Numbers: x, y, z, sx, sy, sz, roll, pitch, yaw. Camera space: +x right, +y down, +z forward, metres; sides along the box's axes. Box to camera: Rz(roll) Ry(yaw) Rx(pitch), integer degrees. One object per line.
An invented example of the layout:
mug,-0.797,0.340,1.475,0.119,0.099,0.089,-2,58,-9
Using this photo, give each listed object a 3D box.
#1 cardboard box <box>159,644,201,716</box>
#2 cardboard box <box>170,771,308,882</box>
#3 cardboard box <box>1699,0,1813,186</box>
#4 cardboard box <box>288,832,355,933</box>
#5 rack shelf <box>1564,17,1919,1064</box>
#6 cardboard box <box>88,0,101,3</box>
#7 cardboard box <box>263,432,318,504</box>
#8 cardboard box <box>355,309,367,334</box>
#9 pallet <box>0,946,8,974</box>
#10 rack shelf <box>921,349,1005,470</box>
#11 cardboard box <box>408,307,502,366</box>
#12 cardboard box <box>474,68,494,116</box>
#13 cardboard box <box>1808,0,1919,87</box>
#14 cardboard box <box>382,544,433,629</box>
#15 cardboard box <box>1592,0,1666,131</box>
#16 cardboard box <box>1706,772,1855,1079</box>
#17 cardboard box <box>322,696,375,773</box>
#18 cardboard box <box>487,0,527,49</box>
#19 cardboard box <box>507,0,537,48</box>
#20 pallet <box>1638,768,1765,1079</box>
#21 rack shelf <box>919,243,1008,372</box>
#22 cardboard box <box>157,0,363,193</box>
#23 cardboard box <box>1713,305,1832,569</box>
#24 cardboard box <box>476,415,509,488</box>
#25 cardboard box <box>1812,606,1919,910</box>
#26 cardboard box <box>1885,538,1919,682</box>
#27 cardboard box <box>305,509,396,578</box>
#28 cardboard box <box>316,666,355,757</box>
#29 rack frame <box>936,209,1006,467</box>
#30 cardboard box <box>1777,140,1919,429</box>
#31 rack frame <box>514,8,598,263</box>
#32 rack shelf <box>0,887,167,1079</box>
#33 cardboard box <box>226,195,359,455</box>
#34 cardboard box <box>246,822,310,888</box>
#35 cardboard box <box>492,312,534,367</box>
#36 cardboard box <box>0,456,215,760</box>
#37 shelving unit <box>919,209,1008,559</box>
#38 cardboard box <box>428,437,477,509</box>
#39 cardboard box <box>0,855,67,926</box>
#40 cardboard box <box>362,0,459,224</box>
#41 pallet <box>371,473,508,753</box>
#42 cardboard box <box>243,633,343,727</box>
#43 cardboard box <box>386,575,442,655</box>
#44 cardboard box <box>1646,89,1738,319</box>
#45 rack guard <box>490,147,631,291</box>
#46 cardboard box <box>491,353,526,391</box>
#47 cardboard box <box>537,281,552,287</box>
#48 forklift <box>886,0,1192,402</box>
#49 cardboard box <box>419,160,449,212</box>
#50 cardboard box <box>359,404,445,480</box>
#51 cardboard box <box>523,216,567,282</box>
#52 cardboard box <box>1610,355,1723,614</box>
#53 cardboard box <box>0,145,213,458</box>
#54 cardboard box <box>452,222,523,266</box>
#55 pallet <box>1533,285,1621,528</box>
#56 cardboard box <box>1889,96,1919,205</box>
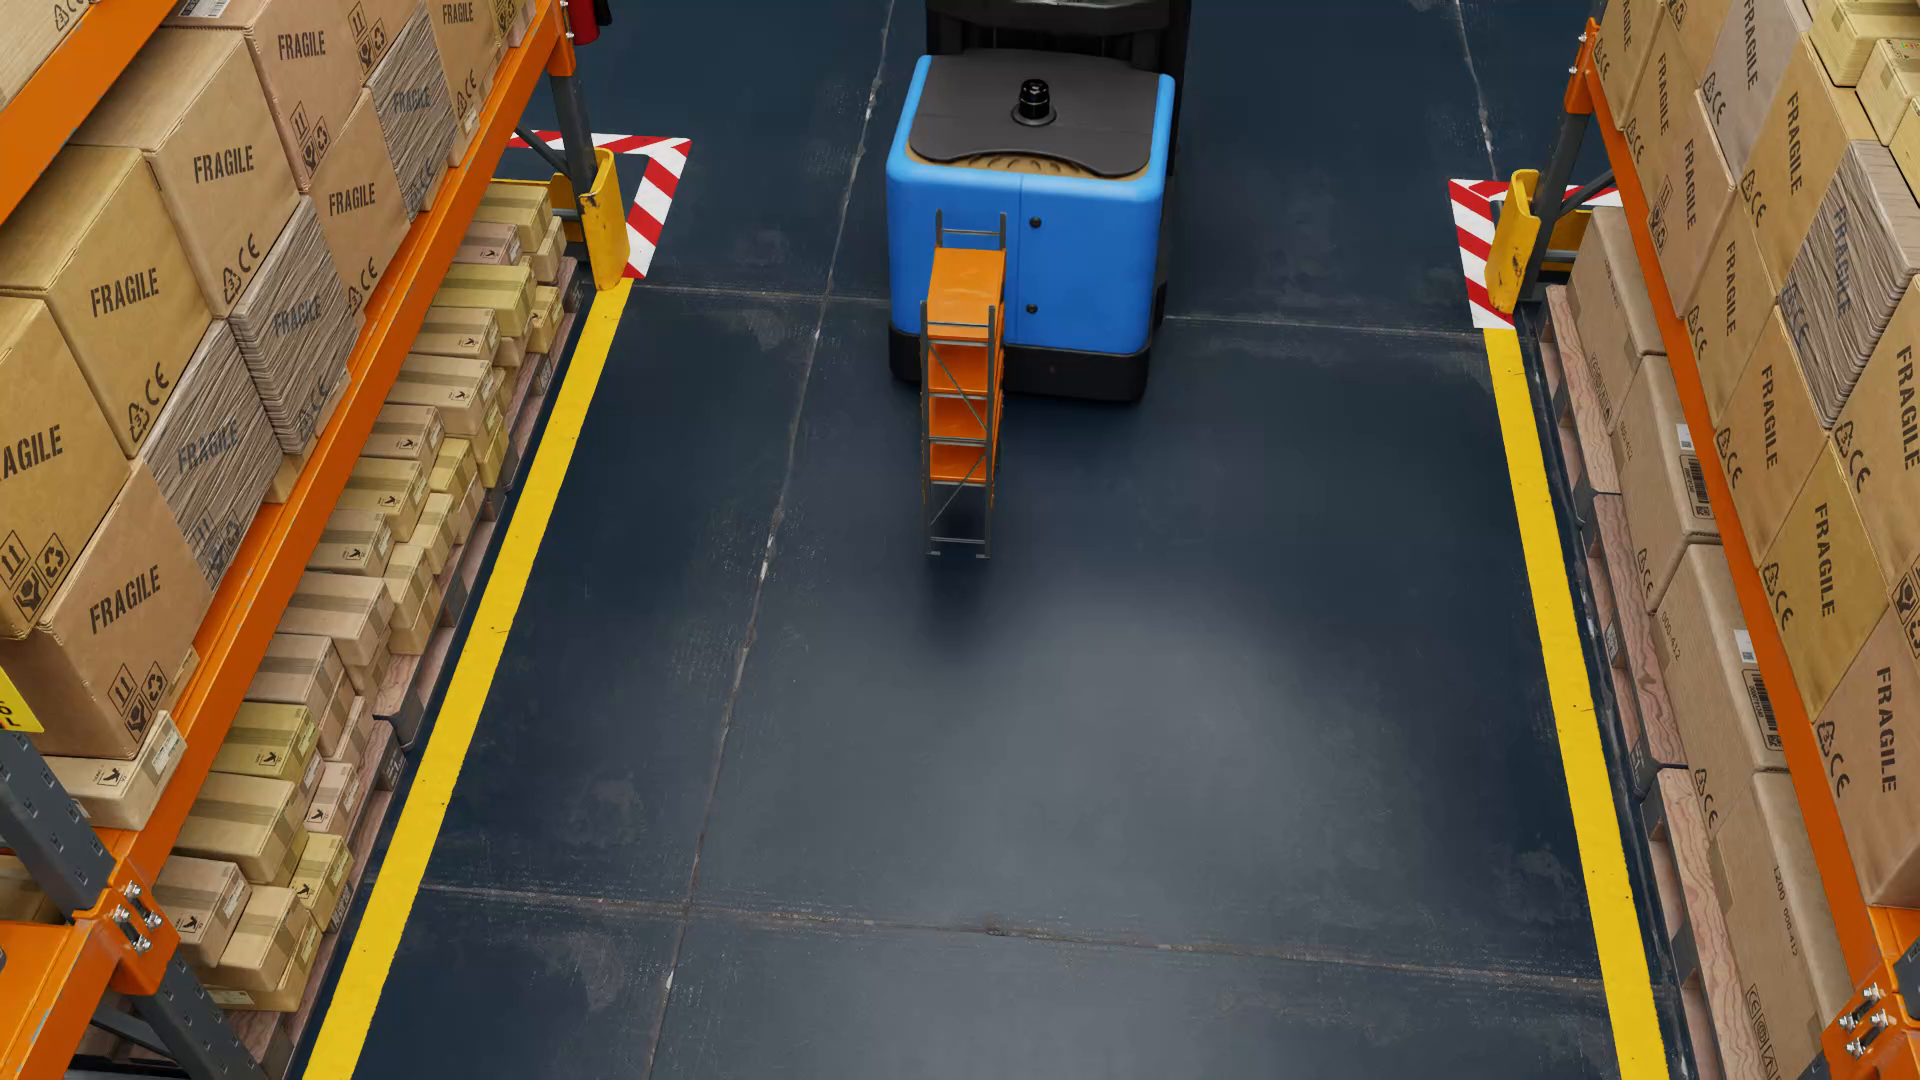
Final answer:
cardboard box,-2.121,0.328,4.088,0.380,0.149,0.250,5,48,5
cardboard box,-2.100,0.806,4.724,0.380,0.149,0.250,6,48,5
cardboard box,2.474,-1.335,4.693,0.500,0.500,0.500,4,48,3
cardboard box,-2.045,1.003,4.947,0.380,0.149,0.250,5,48,5
rack shelf,2.699,-0.344,5.020,1.077,0.370,4.000,4,48,4
cardboard box,-2.014,-1.410,3.576,0.500,0.250,0.500,6,48,5
cardboard box,-2.030,-0.252,4.618,0.380,0.149,0.250,5,48,4
cardboard box,-2.021,-0.648,4.980,0.380,0.149,0.250,5,48,5
pallet,-2.637,1.241,3.212,1.003,0.211,1.213,4,48,4
rack shelf,0.015,-0.481,5.968,0.258,0.148,0.480,4,48,4
cardboard box,-1.917,-0.724,6.124,0.380,0.149,0.250,2,48,2
cardboard box,-1.874,-1.606,5.857,0.380,0.149,0.250,3,48,3
cardboard box,2.390,-1.268,4.192,0.380,0.149,0.250,3,48,3
cardboard box,-1.988,0.146,5.530,0.380,0.149,0.250,4,48,3
cardboard box,2.551,-1.757,5.756,0.500,0.500,0.500,4,48,3
cardboard box,2.681,1.152,4.616,0.875,0.438,0.875,3,48,3
cardboard box,-2.101,0.627,5.291,0.380,0.149,0.250,3,48,3
cardboard box,-1.842,-2.102,5.870,0.500,0.500,0.500,5,48,4
cardboard box,-1.806,-1.972,6.191,0.380,0.149,0.250,4,48,4
pallet,2.664,1.270,4.945,1.003,0.211,1.213,4,48,4
rack shelf,0.015,-0.792,5.629,0.258,0.148,0.480,4,48,4
cardboard box,-1.981,-1.290,4.450,0.500,0.500,0.500,2,48,2
cardboard box,2.377,-0.258,4.385,0.500,0.500,0.500,3,48,3
cardboard box,-1.901,-0.336,6.172,0.380,0.149,0.250,2,48,2
cardboard box,2.304,0.491,3.700,0.500,0.500,0.500,4,48,4
cardboard box,2.284,0.146,3.338,0.500,0.500,0.500,4,48,3
cardboard box,-2.078,0.036,5.428,0.380,0.149,0.250,2,48,2
cardboard box,-2.123,0.528,5.180,0.380,0.149,0.250,2,48,2
rack frame,0.037,-0.706,6.082,0.240,1.200,0.015,4,48,4
cardboard box,2.376,-0.601,4.021,0.500,0.500,0.500,4,48,4
rack frame,-2.058,-2.315,6.335,1.000,3.000,0.127,4,48,4
rack shelf,-2.604,2.337,2.568,1.077,0.370,4.000,4,48,4
cardboard box,-2.006,-0.589,4.486,0.500,0.500,0.500,3,48,3
cardboard box,-2.137,0.907,4.833,0.380,0.149,0.250,4,48,4
cardboard box,-1.867,-0.806,6.400,0.380,0.149,0.250,2,48,2
cardboard box,-2.126,0.143,3.817,0.500,0.500,0.500,3,48,3
shelving unit,0.015,-0.527,5.918,0.258,1.200,0.503,4,48,4
cardboard box,-1.943,-0.238,5.880,0.380,0.149,0.250,6,48,5
cardboard box,-2.649,0.965,4.579,0.380,0.149,0.250,5,48,5
cardboard box,-1.931,-1.351,5.183,0.500,0.500,0.500,4,48,4
pallet,-2.288,0.170,5.951,1.003,0.211,1.213,4,48,4
cardboard box,-2.125,0.424,5.074,0.380,0.149,0.250,3,48,3
cardboard box,-1.991,0.242,5.643,0.380,0.149,0.250,3,48,2
cardboard box,2.469,-1.011,5.074,0.500,0.500,0.500,4,48,3
rack guard,-2.065,-1.416,7.206,1.175,0.500,0.348,4,48,4
cardboard box,-1.930,-0.710,6.514,0.380,0.149,0.250,4,48,3
cardboard box,-1.898,-1.094,6.865,0.380,0.149,0.250,5,48,4
forklift,0.439,-2.645,6.683,1.130,2.935,3.031,6,48,6
cardboard box,-1.927,-1.226,5.508,0.380,0.149,0.250,2,48,2
cardboard box,-2.021,-0.337,5.769,0.380,0.149,0.250,2,48,2
cardboard box,-1.822,-1.188,6.750,0.380,0.149,0.250,3,48,2
cardboard box,2.845,-0.169,5.823,0.875,0.438,0.875,5,48,5
cardboard box,-2.106,-0.545,3.768,0.500,0.500,0.500,3,48,2
cardboard box,-1.934,-1.109,6.476,0.380,0.149,0.250,5,48,4
pallet,2.886,-0.523,6.585,1.003,0.211,1.213,4,48,4
cardboard box,2.407,-0.890,3.847,0.380,0.149,0.250,3,48,3
